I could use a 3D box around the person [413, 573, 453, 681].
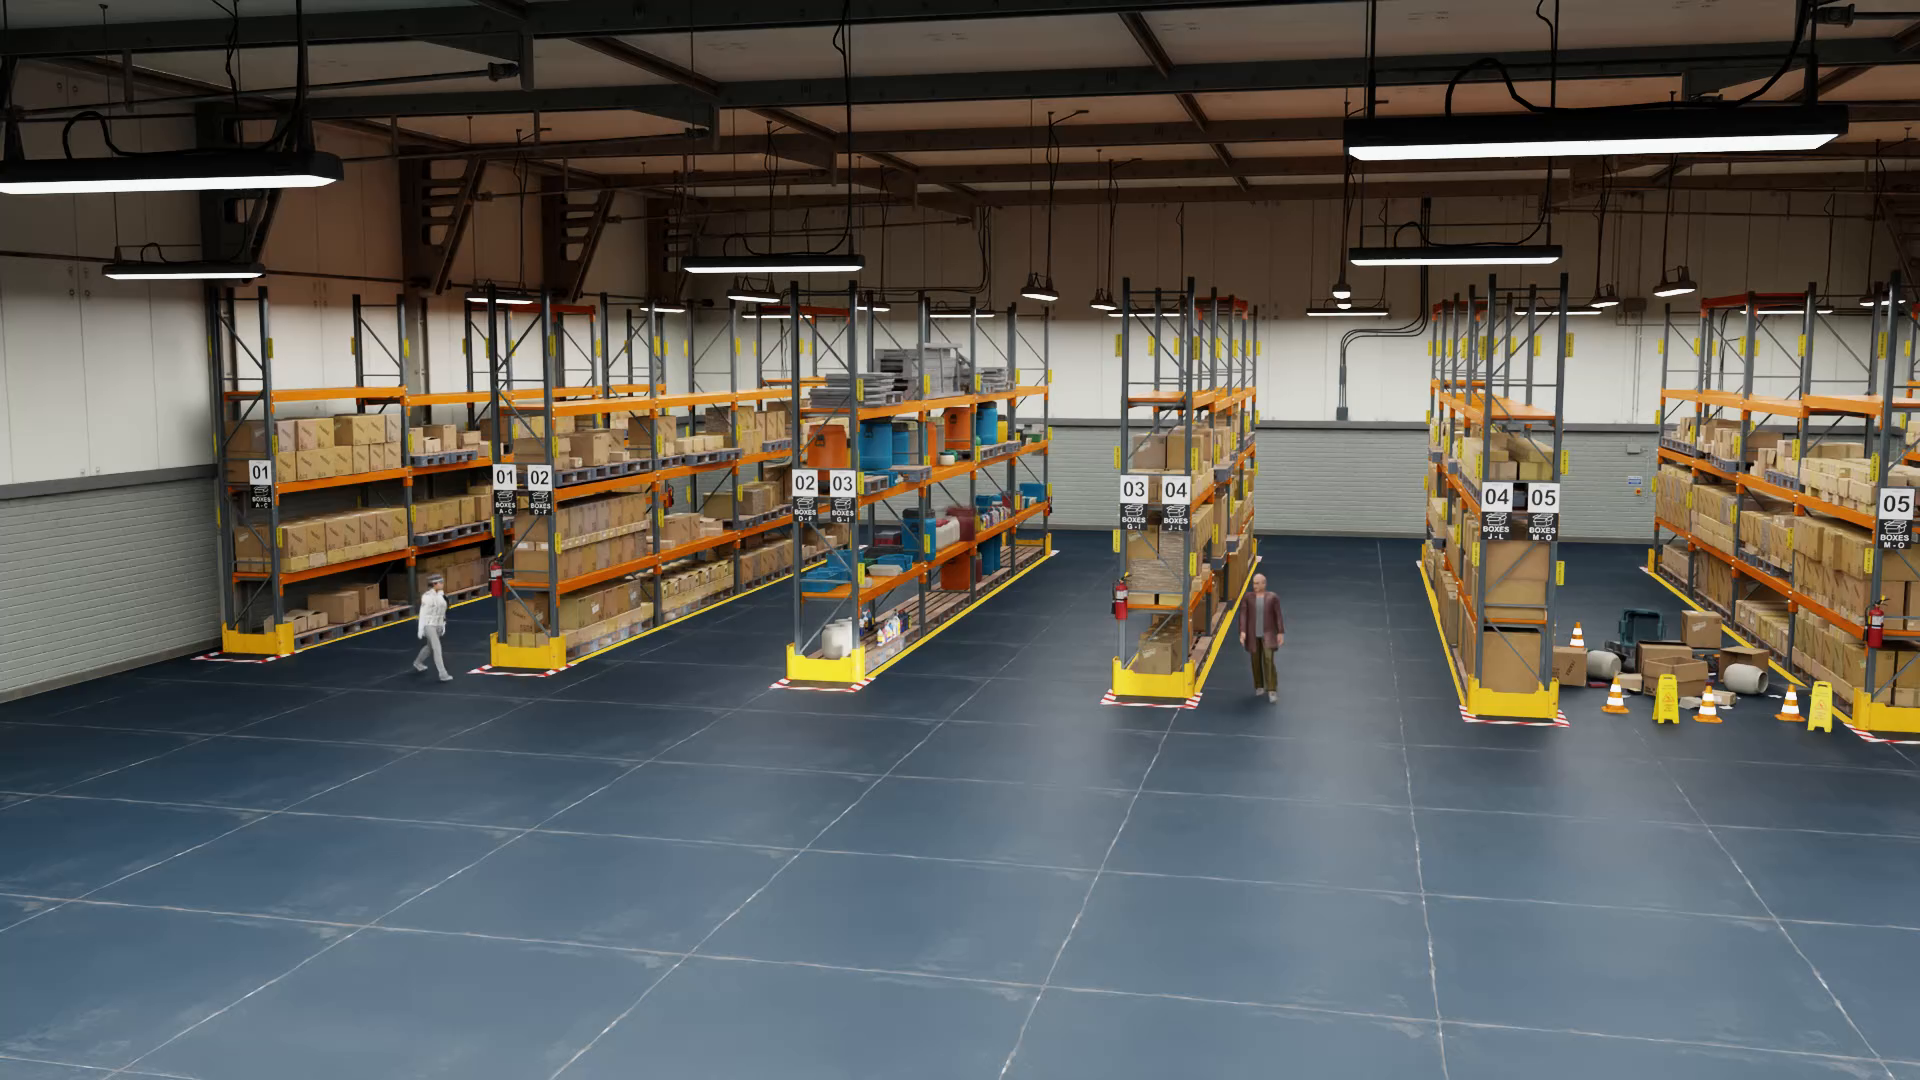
[{"bbox_3d":[-8.029,1.298,25.294,1.045,1.611,0.501,4,8,32],"label":"person"}]

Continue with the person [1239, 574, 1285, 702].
[{"bbox_3d":[4.292,1.389,23.803,0.659,1.777,0.813,2,7,20],"label":"person"}]
